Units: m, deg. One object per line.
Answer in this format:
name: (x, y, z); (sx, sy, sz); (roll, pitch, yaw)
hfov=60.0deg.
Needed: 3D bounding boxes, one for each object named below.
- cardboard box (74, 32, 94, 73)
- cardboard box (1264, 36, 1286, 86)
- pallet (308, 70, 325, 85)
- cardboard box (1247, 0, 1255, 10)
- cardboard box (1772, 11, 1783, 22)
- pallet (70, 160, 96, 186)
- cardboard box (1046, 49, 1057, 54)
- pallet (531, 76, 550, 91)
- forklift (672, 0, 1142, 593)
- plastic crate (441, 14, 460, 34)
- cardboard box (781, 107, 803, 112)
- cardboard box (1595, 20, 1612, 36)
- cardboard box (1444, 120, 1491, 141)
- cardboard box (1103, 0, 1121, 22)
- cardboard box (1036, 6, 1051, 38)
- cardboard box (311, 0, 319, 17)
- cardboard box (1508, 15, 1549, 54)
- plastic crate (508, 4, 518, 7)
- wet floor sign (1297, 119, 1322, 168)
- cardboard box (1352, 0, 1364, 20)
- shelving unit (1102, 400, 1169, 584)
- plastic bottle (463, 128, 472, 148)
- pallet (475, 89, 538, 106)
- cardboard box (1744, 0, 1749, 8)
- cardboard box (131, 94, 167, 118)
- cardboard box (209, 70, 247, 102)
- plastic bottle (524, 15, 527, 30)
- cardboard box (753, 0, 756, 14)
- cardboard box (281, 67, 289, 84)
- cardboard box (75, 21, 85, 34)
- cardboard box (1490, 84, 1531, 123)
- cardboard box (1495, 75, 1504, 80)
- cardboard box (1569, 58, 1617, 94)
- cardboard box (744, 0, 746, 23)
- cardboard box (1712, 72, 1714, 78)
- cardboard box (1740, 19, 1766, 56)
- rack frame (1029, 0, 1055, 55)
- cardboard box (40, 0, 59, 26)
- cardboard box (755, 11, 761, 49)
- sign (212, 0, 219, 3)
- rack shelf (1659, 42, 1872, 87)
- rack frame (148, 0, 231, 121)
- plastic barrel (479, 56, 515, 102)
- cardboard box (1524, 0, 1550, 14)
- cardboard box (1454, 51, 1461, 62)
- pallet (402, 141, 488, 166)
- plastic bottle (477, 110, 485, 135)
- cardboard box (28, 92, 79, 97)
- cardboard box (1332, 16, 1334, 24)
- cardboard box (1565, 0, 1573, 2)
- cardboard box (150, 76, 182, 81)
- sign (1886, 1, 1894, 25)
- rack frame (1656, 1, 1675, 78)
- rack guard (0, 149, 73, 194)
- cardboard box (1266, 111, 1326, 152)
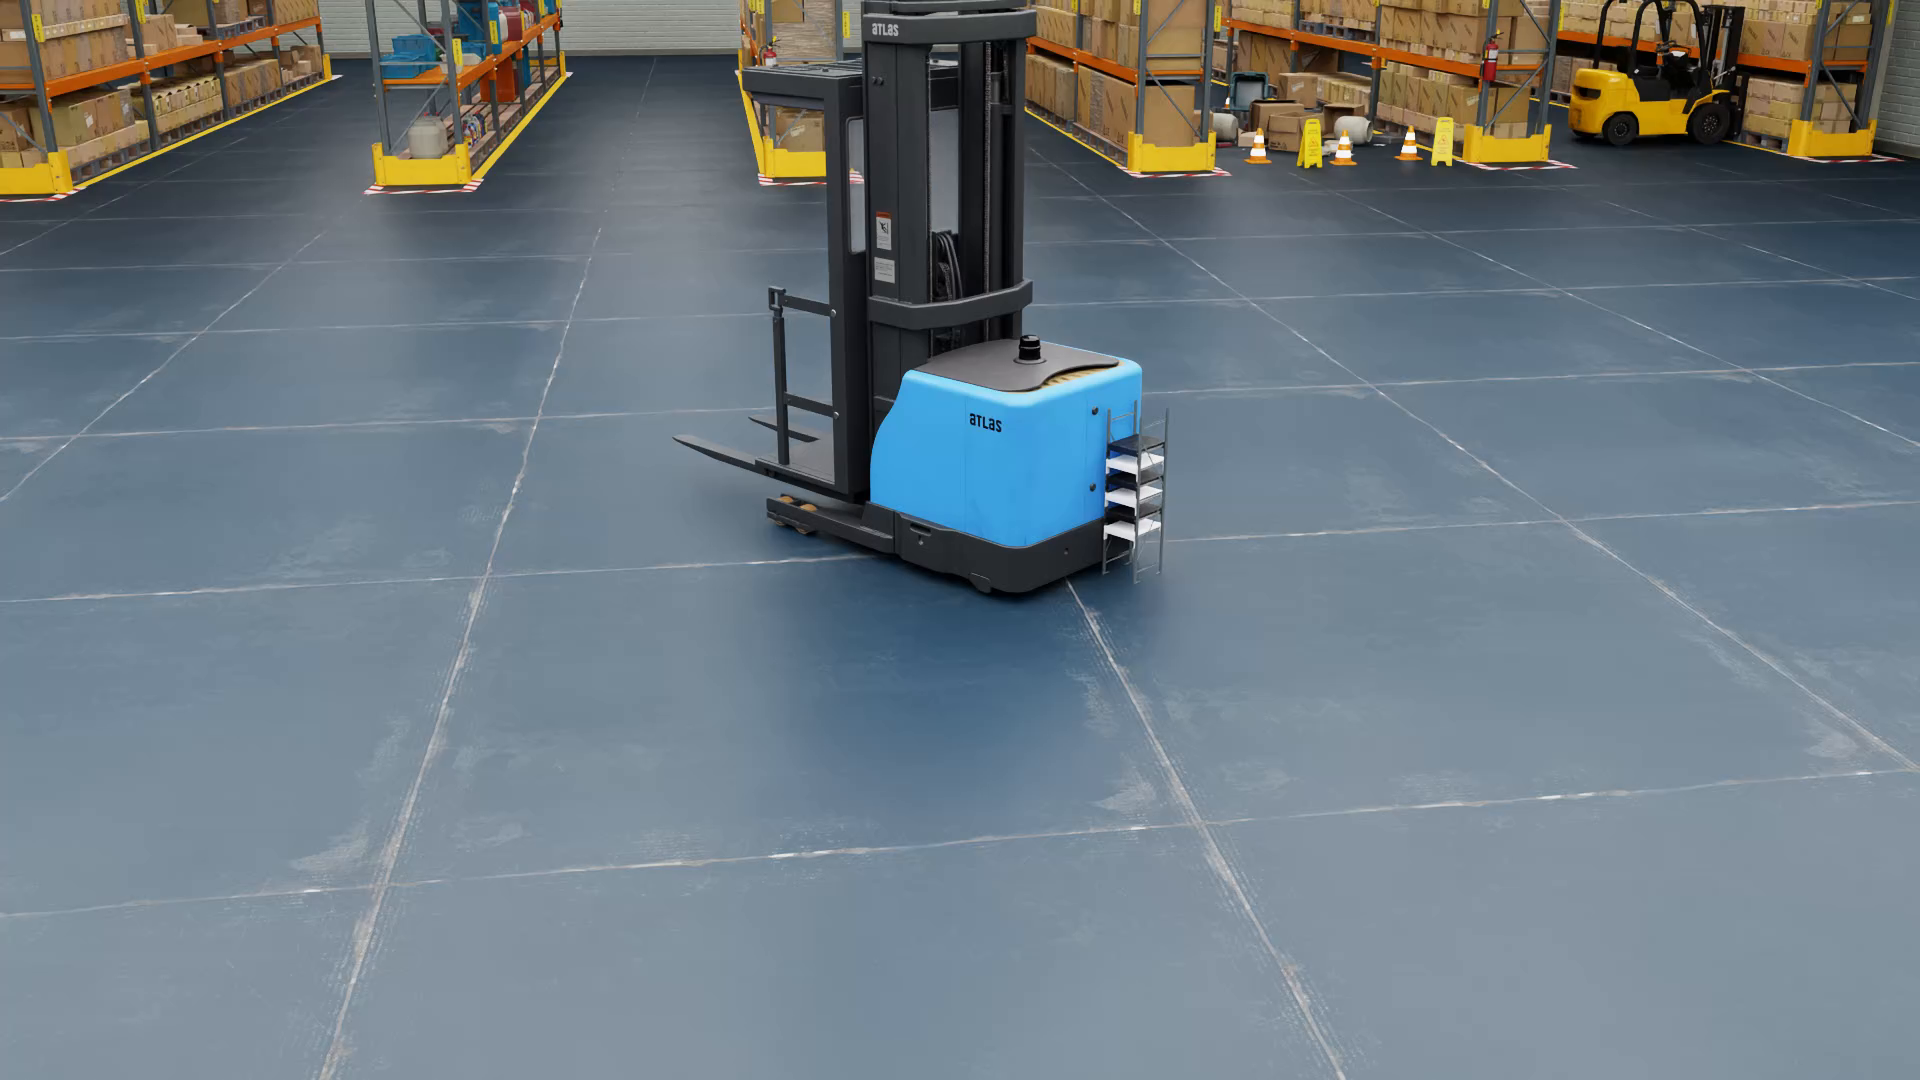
cardboard box: (-12.113, -6.540, 22.296); (0.700, 0.500, 0.500); (-2, 21, -6)
cardboard box: (6.483, -9.317, 32.310); (0.875, 0.875, 0.875); (-3, 21, -7)
pallet: (-14.012, -9.726, 34.955); (1.003, 0.211, 1.213); (-3, 21, -8)
cardboard box: (5.982, -10.590, 32.783); (0.500, 0.250, 0.500); (-3, 21, -7)
cardboard box: (12.294, -7.768, 24.656); (0.380, 0.149, 0.250); (-3, 21, -8)
pallet: (-11.984, -4.751, 21.635); (1.003, 0.211, 1.213); (-3, 21, -8)
cardboard box: (1.881, -8.906, 30.675); (0.500, 0.250, 0.500); (-4, 21, -10)
pallet: (-8.804, -9.145, 33.398); (1.003, 0.211, 1.213); (-3, 21, -8)
forklift: (-0.454, -1.524, 9.106); (3.031, 2.935, 1.130); (18, 27, 40)
plastic crate: (-8.153, -8.268, 26.975); (0.402, 0.464, 0.583); (-3, 21, -8)
cardboard box: (-2.294, -5.959, 23.856); (0.500, 0.500, 0.500); (-1, 21, -3)
cardboard box: (11.580, -9.046, 29.364); (0.500, 0.250, 0.500); (-2, 21, -6)
cardboard box: (7.391, -5.976, 24.260); (0.500, 0.250, 0.500); (-3, 21, -8)
cardboard box: (2.557, -7.778, 23.997); (0.875, 0.550, 0.500); (-3, 21, -8)
cardboard box: (1.614, -8.980, 28.830); (0.500, 0.500, 0.500); (-3, 21, -8)
cardboard box: (-13.805, -11.240, 34.881); (0.500, 0.500, 0.500); (-2, 21, -6)
cardboard box: (7.984, -7.157, 23.524); (0.500, 0.500, 0.500); (-3, 21, -9)
plastic crate: (-9.337, -10.975, 34.467); (0.416, 0.233, 0.300); (-3, 21, -8)
wet floor sign: (4.857, -5.495, 23.007); (0.267, 0.644, 0.232); (-7, 21, -17)
cardboard box: (6.835, -8.881, 27.539); (0.500, 0.500, 0.500); (-3, 21, -7)
shelving unit: (0.906, -0.247, 8.590); (0.210, 0.900, 0.258); (18, 27, 40)
plastic bottle: (-6.883, -5.615, 23.233); (0.097, 0.271, 0.097); (0, 20, 0)
pallet: (-8.411, -8.199, 30.867); (1.003, 0.211, 1.213); (-3, 21, -8)
cardboard box: (12.202, -8.179, 25.332); (0.380, 0.149, 0.250); (-3, 21, -7)
cardboard box: (-12.222, -6.507, 24.879); (0.500, 0.311, 0.500); (-3, 21, -8)
cardboard box: (-12.849, -7.953, 29.166); (0.500, 0.500, 0.500); (-4, 21, -10)
plastic bottle: (-8.105, -9.592, 30.788); (0.152, 0.276, 0.135); (-3, 21, -8)
cardboard box: (-2.947, -8.519, 26.990); (0.797, 0.503, 0.637); (-1, 20, -2)
cardboard box: (-13.409, -9.052, 32.380); (0.500, 0.311, 0.500); (-3, 21, -8)
cardboard box: (-11.896, -6.825, 22.131); (0.380, 0.149, 0.250); (-3, 21, -7)
cardboard box: (7.931, -6.354, 24.200); (0.500, 0.500, 0.500); (-4, 21, -10)
cardboard box: (11.029, -9.510, 33.363); (0.500, 0.500, 0.500); (-4, 21, -10)
cardboard box: (11.714, -8.456, 30.364); (0.875, 0.625, 0.625); (-2, 21, -6)
cardboard box: (-3.940, -10.323, 32.425); (0.500, 0.500, 0.500); (-3, 21, -8)
cardboard box: (12.018, -7.274, 26.305); (0.500, 0.250, 0.500); (-2, 21, -6)
cardboard box: (12.218, -7.606, 25.151); (0.500, 0.500, 0.500); (-3, 21, -9)
rack frame: (1.741, -9.278, 29.771); (1.000, 3.000, 0.127); (-3, 21, -8)
cardboard box: (-11.976, -6.812, 21.170); (0.700, 0.500, 0.500); (-3, 21, -9)
cardboard box: (-2.565, -7.531, 24.523); (0.875, 0.500, 0.500); (-3, 21, -8)
sign: (-12.437, -9.136, 27.736); (0.100, 0.325, 0.005); (-3, 21, -8)
rack shelf: (12.401, -7.400, 25.770); (1.077, 0.370, 4.000); (-3, 21, -8)
rack frame: (-12.985, -8.565, 27.860); (1.000, 3.000, 0.127); (-3, 21, -8)
plastic barrel: (-8.171, -8.162, 29.283); (0.600, 0.830, 0.708); (-3, 21, -8)
cardboard box: (11.063, -10.290, 32.094); (0.500, 0.250, 0.500); (-4, 21, -10)
cardboard box: (7.350, -6.966, 23.939); (0.380, 0.149, 0.250); (-3, 21, -9)
pallet: (-7.272, -5.464, 23.544); (1.003, 0.211, 1.213); (-3, 21, -8)
plastic bottle: (-7.129, -6.185, 24.646); (0.144, 0.351, 0.185); (-3, 21, -9)
cardboard box: (-12.508, -5.917, 23.030); (0.500, 0.500, 0.500); (-3, 21, -8)
cardboard box: (6.699, -9.052, 28.923); (0.380, 0.149, 0.250); (-2, 21, -6)
cardboard box: (11.330, -9.948, 30.493); (0.380, 0.149, 0.250); (-2, 21, -7)
cardboard box: (-13.201, -7.540, 27.645); (0.500, 0.311, 0.500); (-2, 21, -6)
sign: (13.239, -7.513, 23.695); (0.100, 0.325, 0.005); (-3, 21, -8)
rack frame: (12.112, -8.430, 27.499); (1.000, 3.000, 0.127); (-3, 21, -8)
rack guard: (-11.829, -4.616, 20.859); (1.175, 0.500, 0.348); (-3, 21, -8)
cardboard box: (5.019, -6.104, 24.840); (0.637, 0.503, 0.797); (17, 27, 39)
